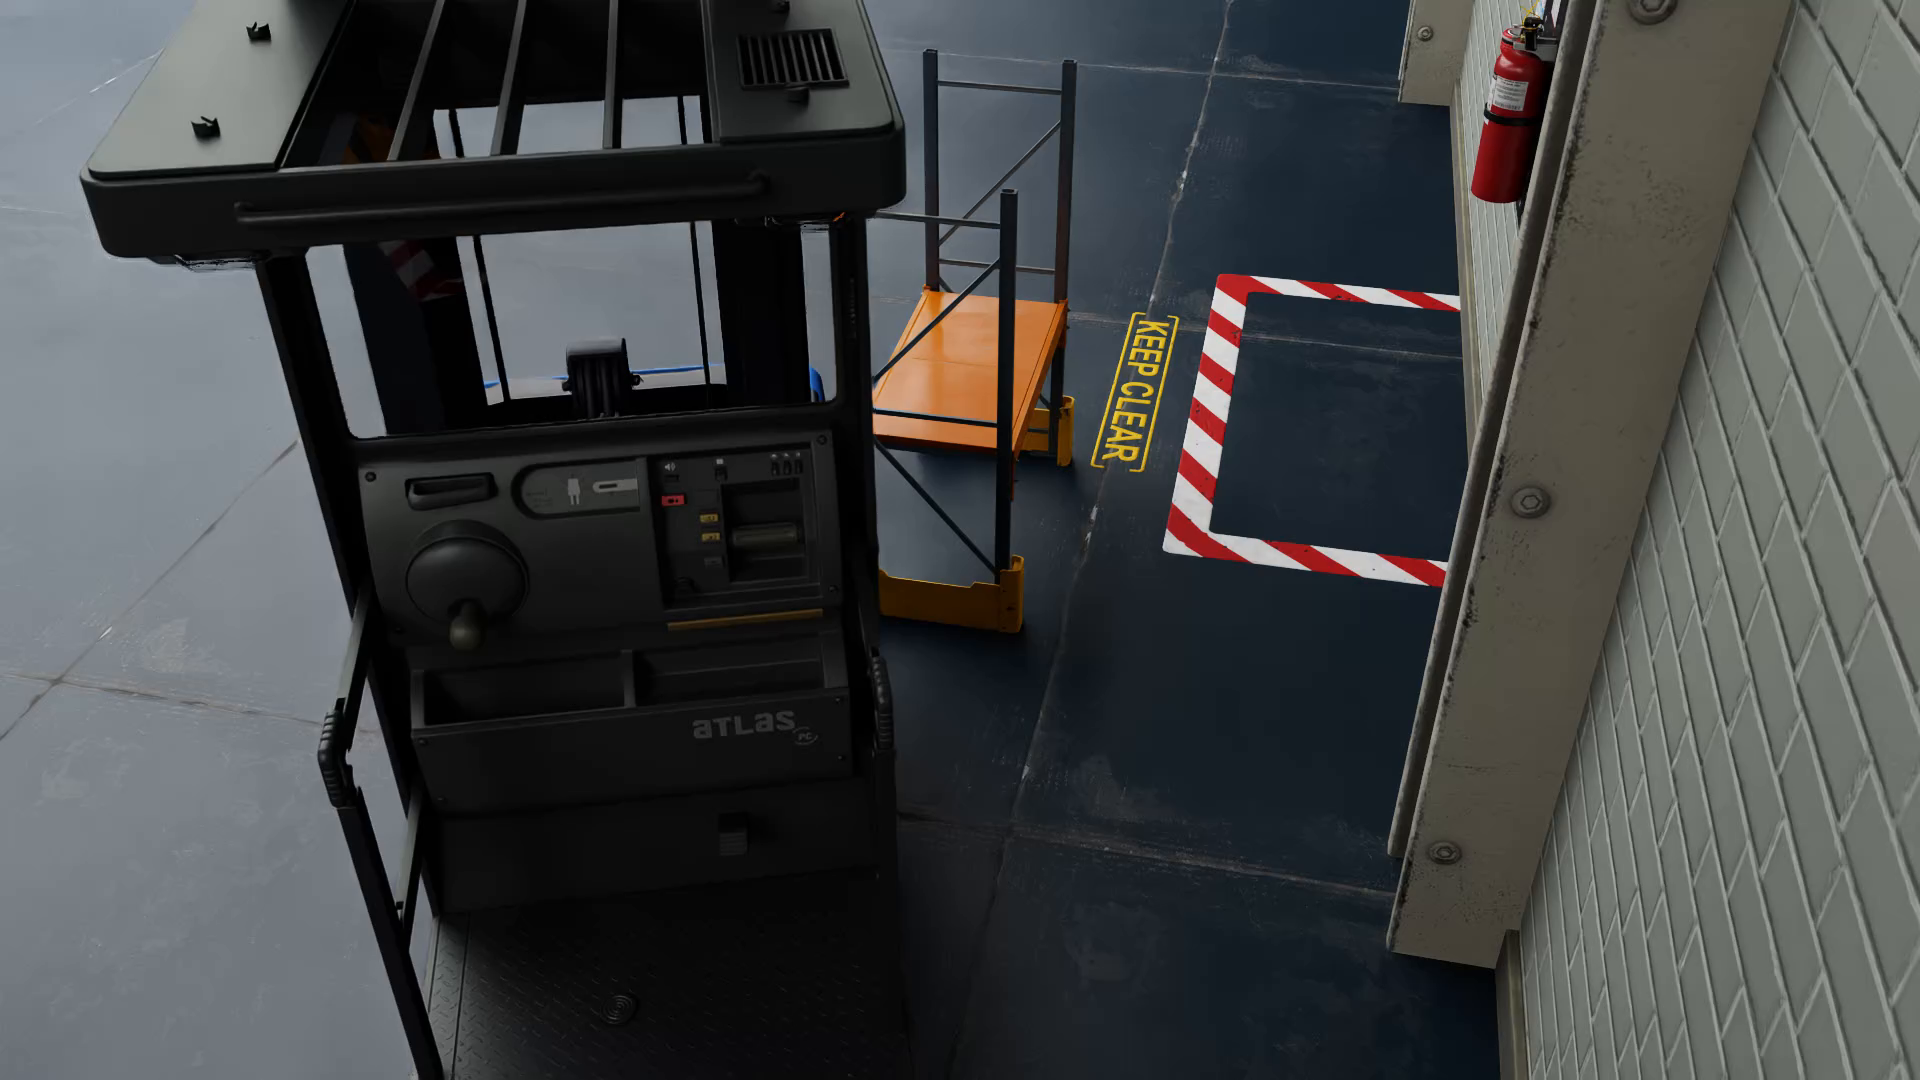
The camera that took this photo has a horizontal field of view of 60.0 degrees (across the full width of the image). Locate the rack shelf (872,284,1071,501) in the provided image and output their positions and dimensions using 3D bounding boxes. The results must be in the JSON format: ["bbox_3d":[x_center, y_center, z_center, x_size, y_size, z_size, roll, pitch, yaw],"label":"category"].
[{"bbox_3d":[0.018,-0.511,5.483,0.538,0.185,1.000,7,37,10],"label":"rack shelf"}]

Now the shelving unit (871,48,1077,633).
[{"bbox_3d":[0.016,-0.651,5.370,0.587,1.500,1.083,7,37,10],"label":"shelving unit"}]

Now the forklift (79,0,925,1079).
[{"bbox_3d":[-0.676,0.060,3.170,1.130,2.935,3.031,-5,36,-7],"label":"forklift"}]

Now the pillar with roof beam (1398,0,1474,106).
[{"bbox_3d":[-1.630,-6.658,7.269,9.100,9.000,0.400,7,37,10],"label":"pillar with roof beam"}]

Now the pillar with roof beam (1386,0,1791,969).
[{"bbox_3d":[-2.912,-3.219,2.523,9.100,9.000,0.400,7,37,10],"label":"pillar with roof beam"}]

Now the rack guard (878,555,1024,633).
[{"bbox_3d":[-0.090,0.141,5.343,0.587,0.250,0.087,7,37,10],"label":"rack guard"}]

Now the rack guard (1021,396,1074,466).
[{"bbox_3d":[0.123,-0.430,6.131,0.587,0.250,0.087,7,37,10],"label":"rack guard"}]

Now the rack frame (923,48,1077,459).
[{"bbox_3d":[0.127,-0.948,5.779,0.500,1.500,0.032,7,37,10],"label":"rack frame"}]

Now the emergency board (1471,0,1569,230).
[{"bbox_3d":[1.859,-1.662,5.487,0.194,1.169,0.643,7,37,10],"label":"emergency board"}]

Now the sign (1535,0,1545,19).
[{"bbox_3d":[2.078,-1.980,5.896,0.001,0.329,0.234,7,37,10],"label":"sign"}]

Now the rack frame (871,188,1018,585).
[{"bbox_3d":[-0.090,-0.365,4.975,0.500,1.500,0.032,7,37,10],"label":"rack frame"}]
